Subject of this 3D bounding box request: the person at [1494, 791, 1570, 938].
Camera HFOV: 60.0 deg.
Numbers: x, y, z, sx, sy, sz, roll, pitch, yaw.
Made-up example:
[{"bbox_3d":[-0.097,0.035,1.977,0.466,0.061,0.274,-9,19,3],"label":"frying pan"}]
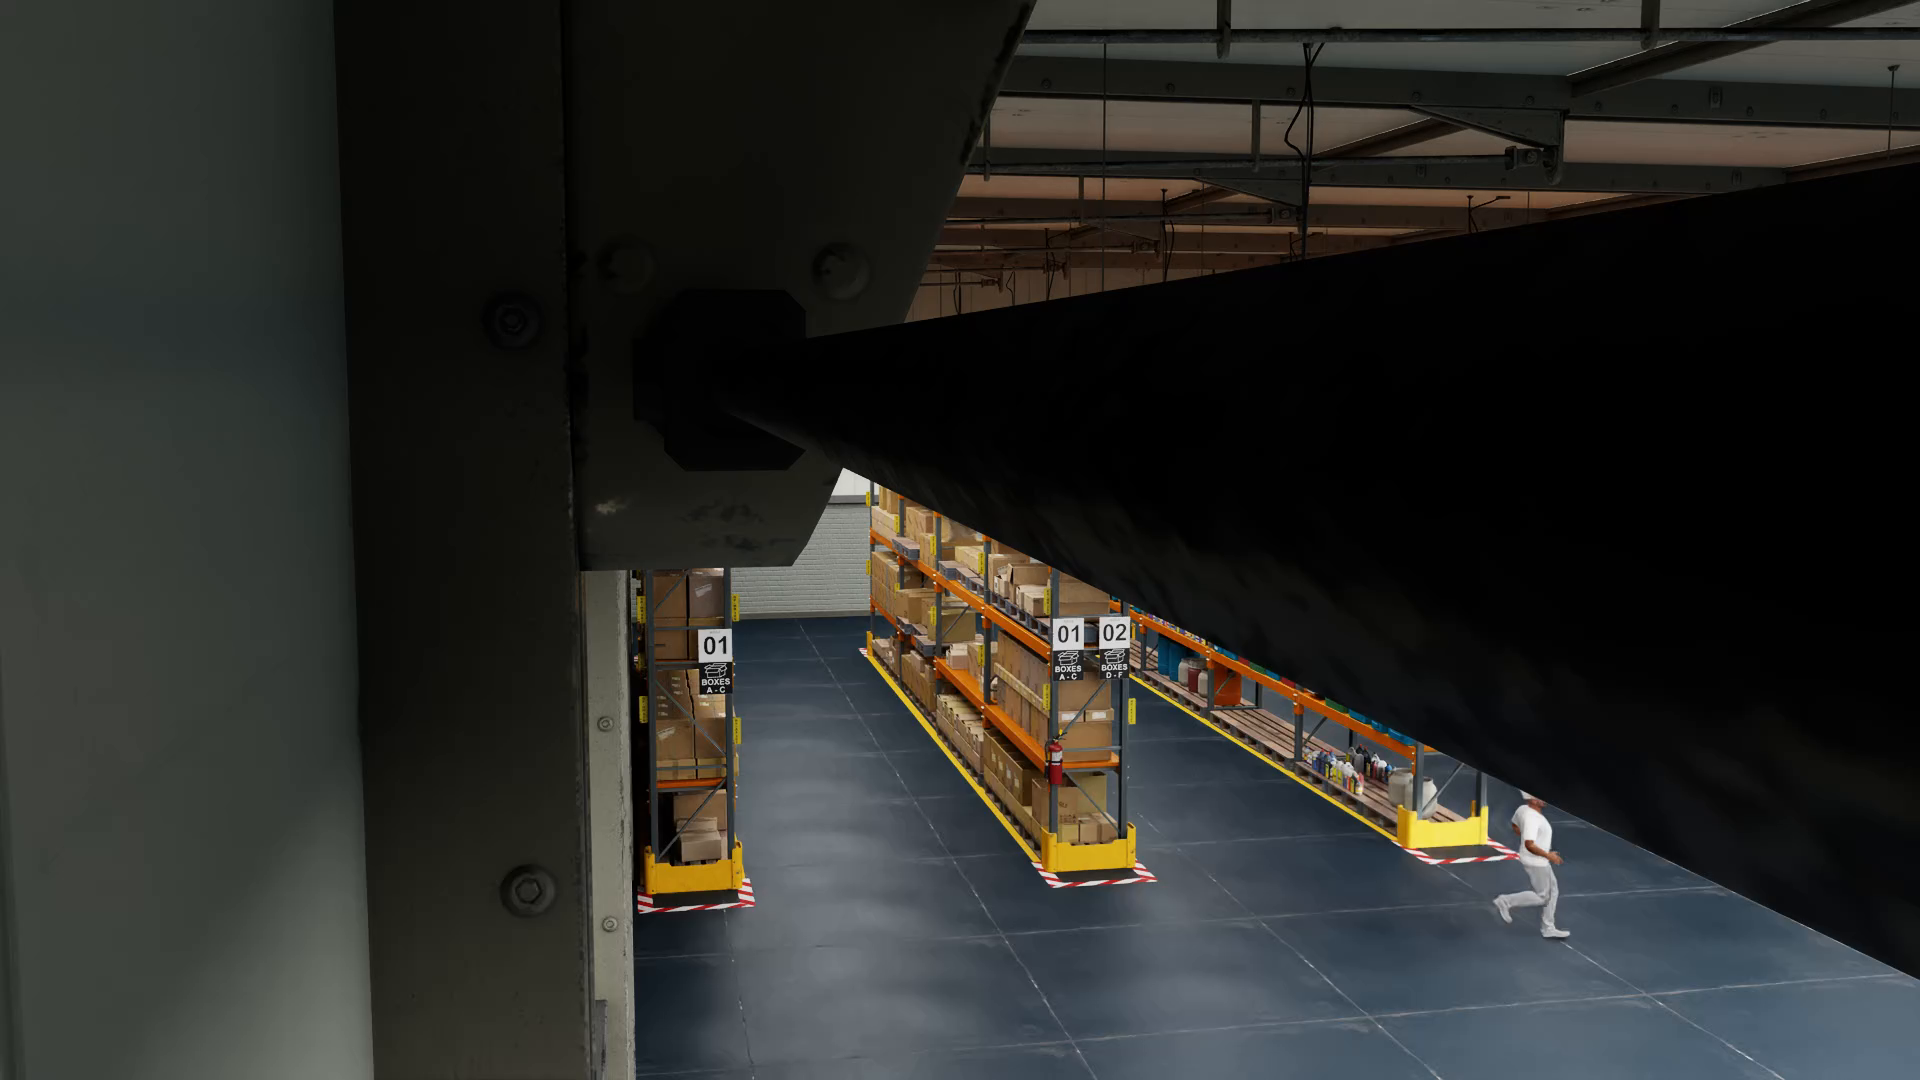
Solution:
[{"bbox_3d":[6.373,3.556,18.475,0.832,1.733,0.712,1,6,13],"label":"person"}]
